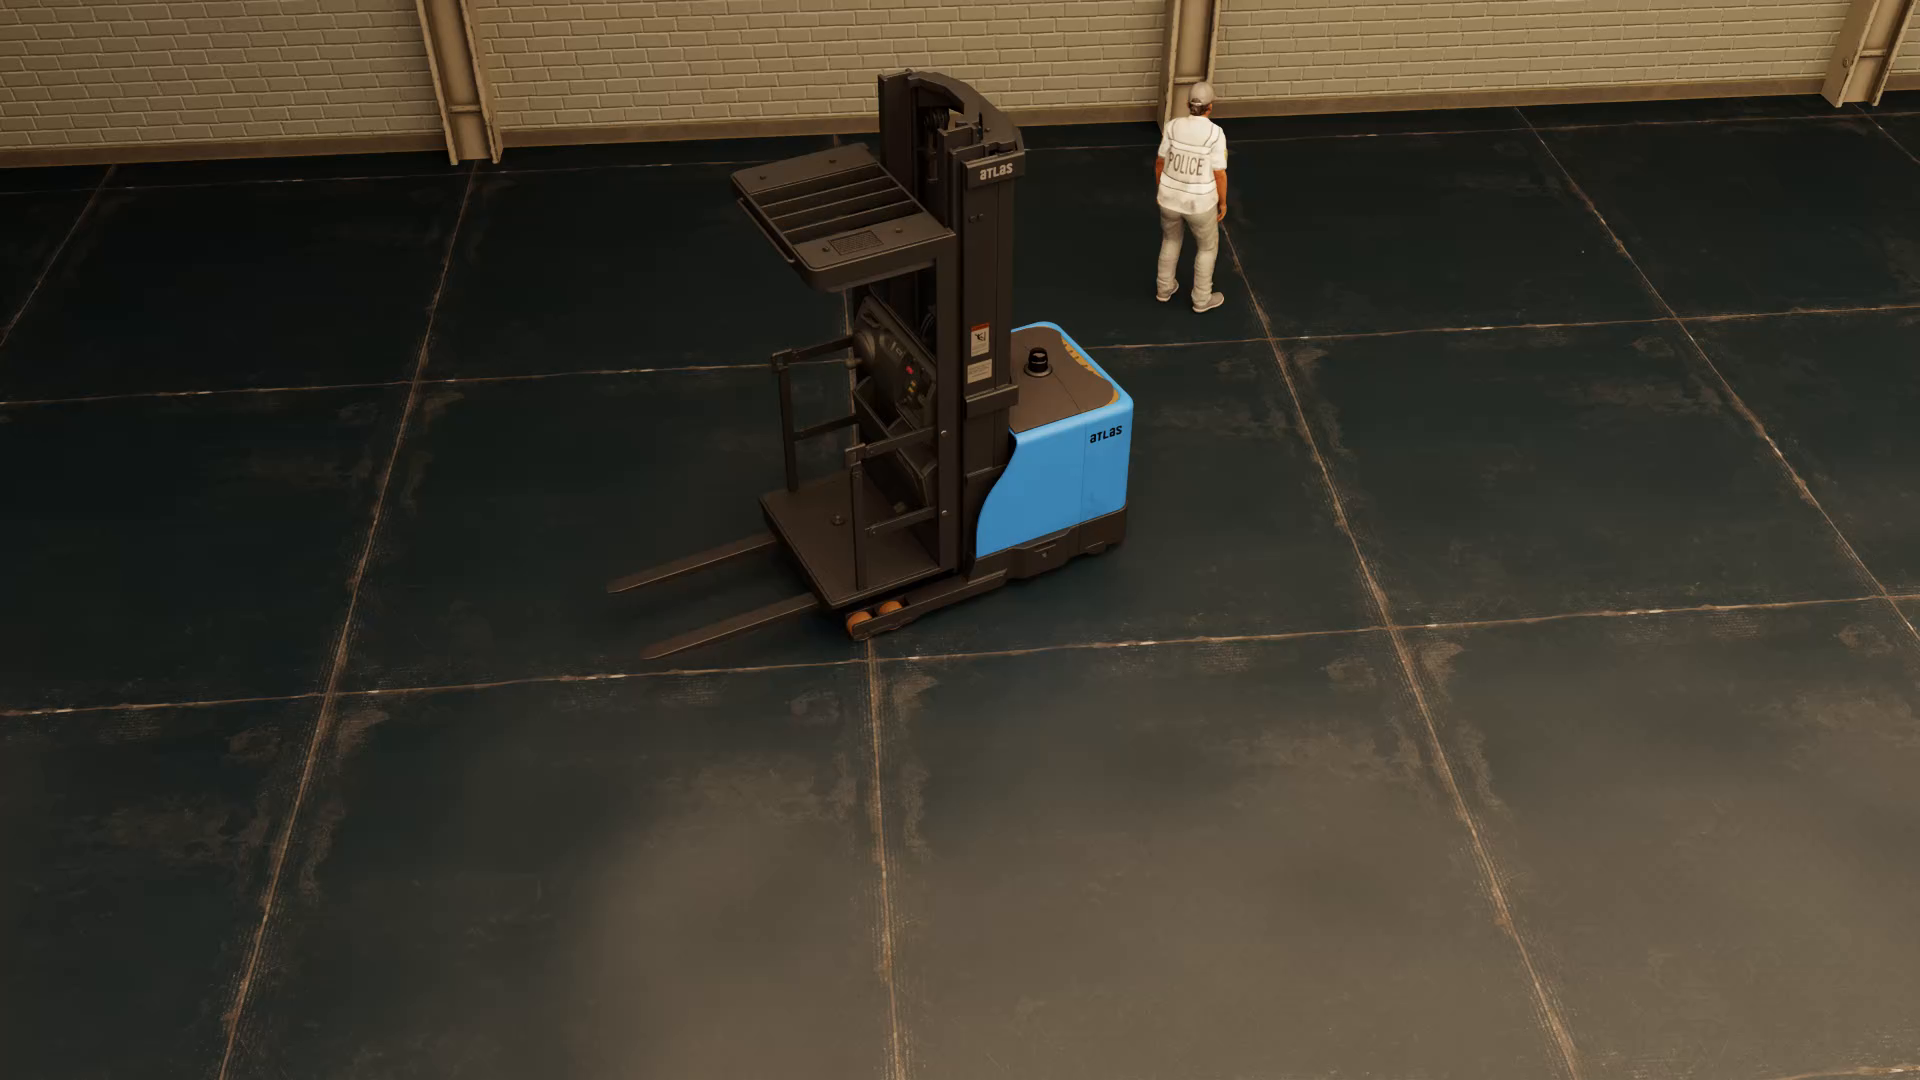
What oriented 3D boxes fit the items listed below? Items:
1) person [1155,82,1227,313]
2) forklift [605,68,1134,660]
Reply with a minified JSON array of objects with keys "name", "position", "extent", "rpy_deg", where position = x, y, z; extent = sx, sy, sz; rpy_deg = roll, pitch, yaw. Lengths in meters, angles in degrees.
[{"name":"person","position":[1.645,-2.411,11.733],"extent":[0.562,1.665,0.469],"rpy_deg":[20,44,22]},{"name":"forklift","position":[-0.541,-0.933,9.029],"extent":[3.031,2.935,1.130],"rpy_deg":[-18,44,-20]}]
